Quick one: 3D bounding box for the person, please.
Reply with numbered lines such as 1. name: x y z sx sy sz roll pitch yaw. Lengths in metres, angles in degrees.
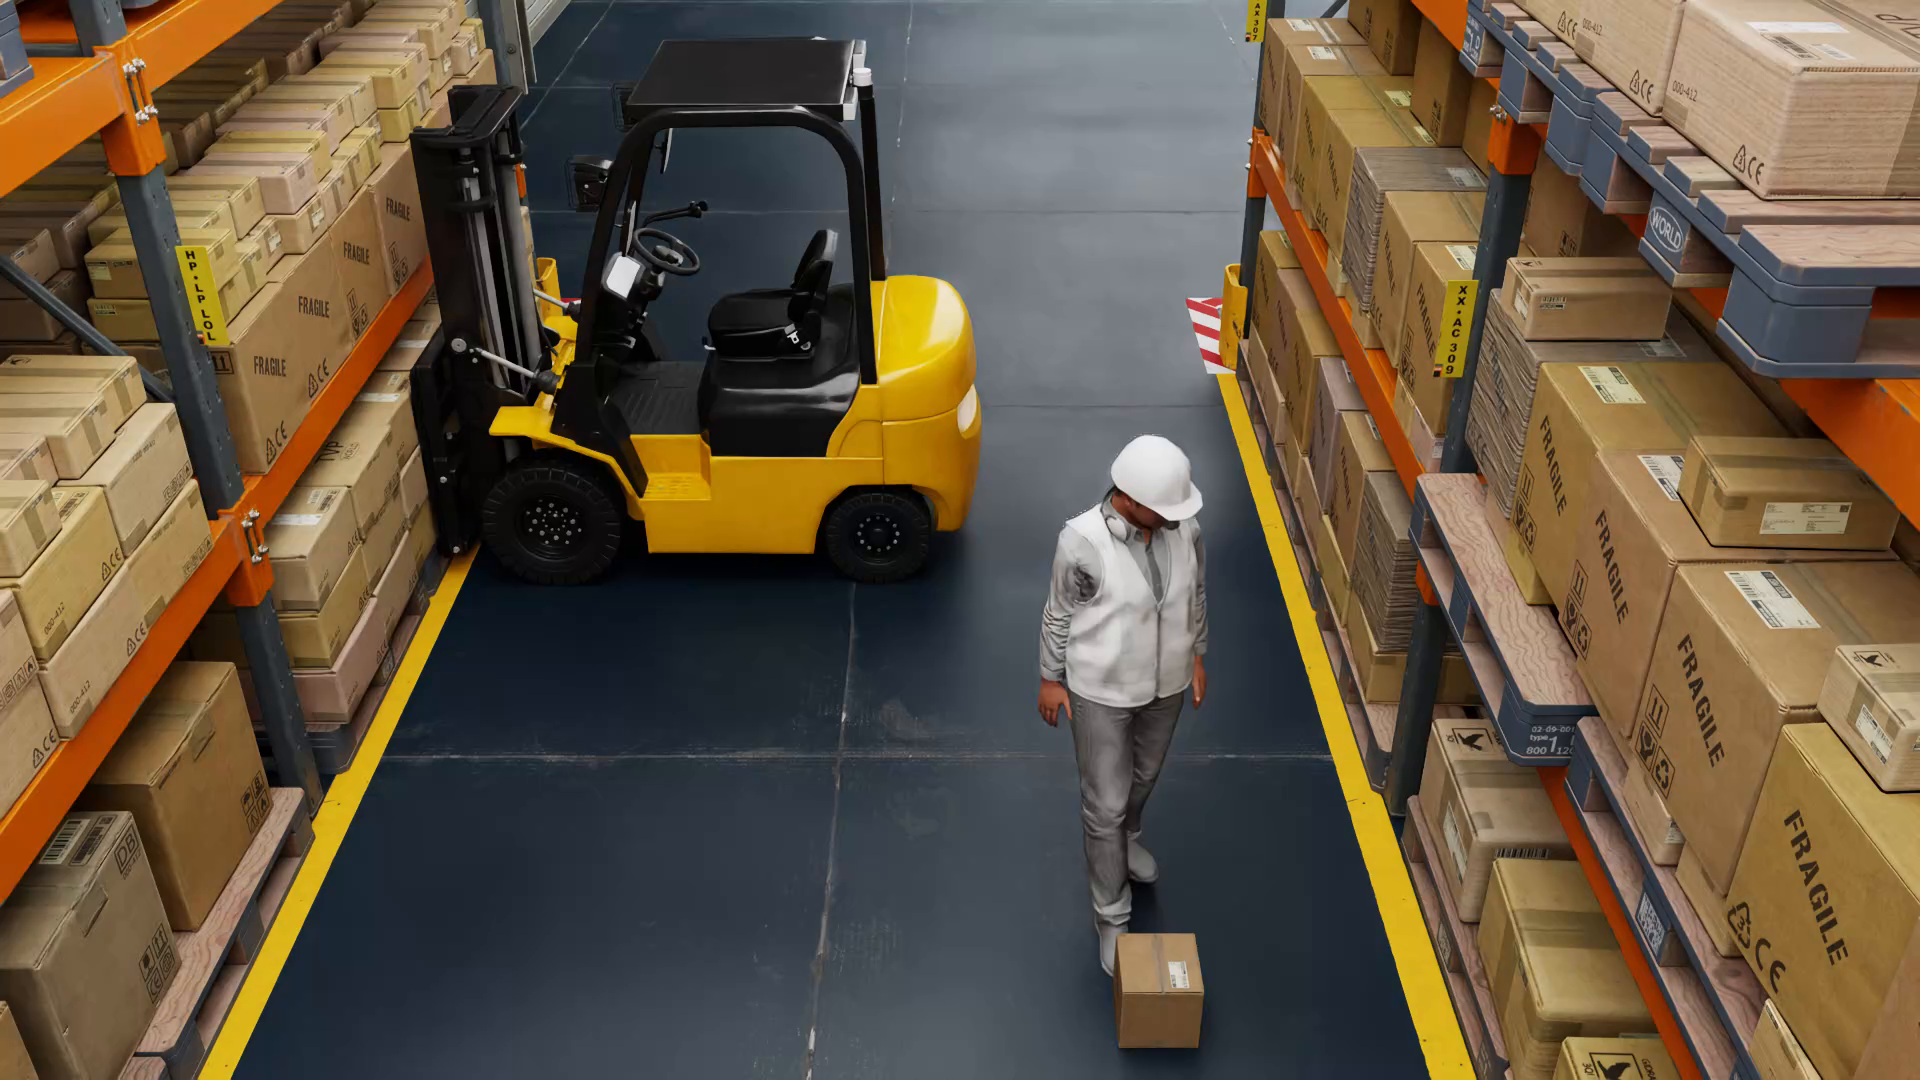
1. person: 0.597 0.488 5.281 0.572 1.758 0.673 -15 34 -22
